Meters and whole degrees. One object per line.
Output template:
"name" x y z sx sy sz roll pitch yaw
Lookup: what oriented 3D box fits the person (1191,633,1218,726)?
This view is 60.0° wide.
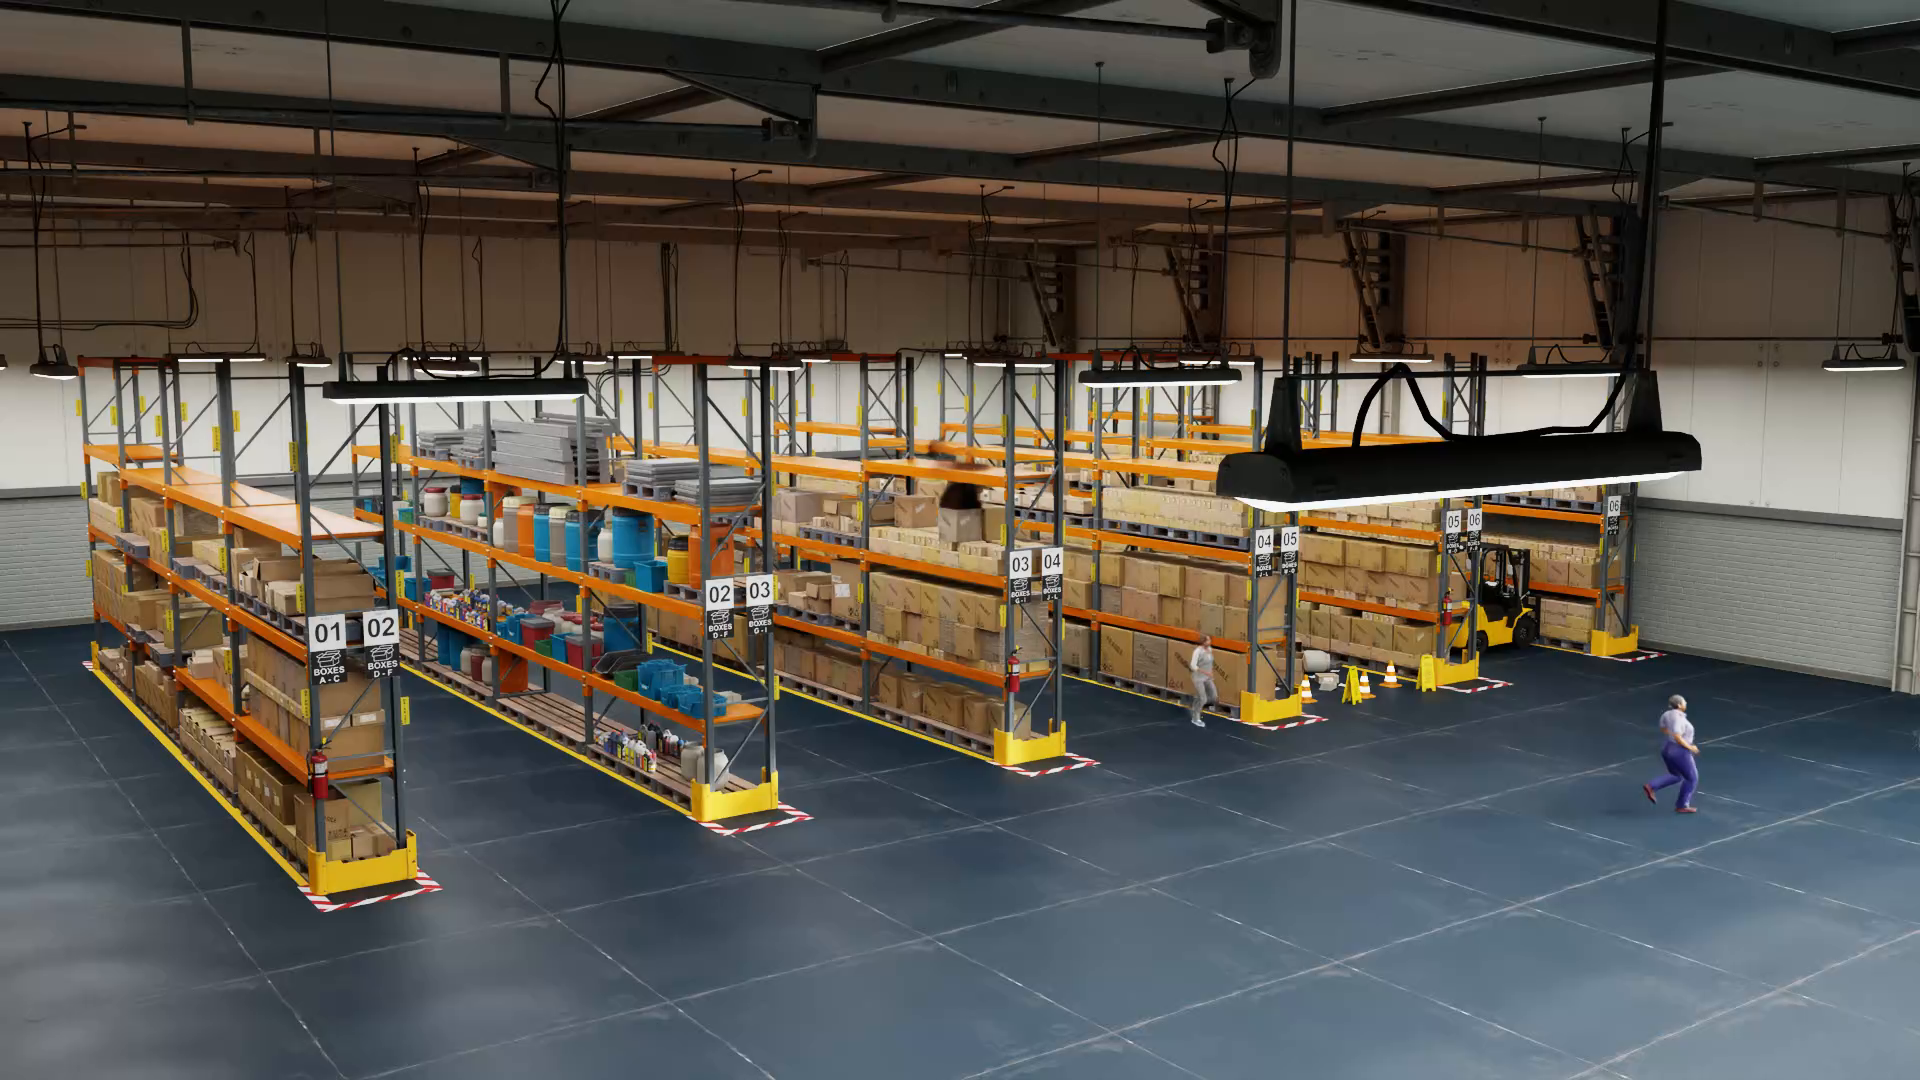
"person" 3.992 2.283 27.186 0.553 1.555 0.546 -6 9 -43

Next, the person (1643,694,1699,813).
"person" 9.546 2.856 22.226 0.688 1.587 0.613 0 7 -3
